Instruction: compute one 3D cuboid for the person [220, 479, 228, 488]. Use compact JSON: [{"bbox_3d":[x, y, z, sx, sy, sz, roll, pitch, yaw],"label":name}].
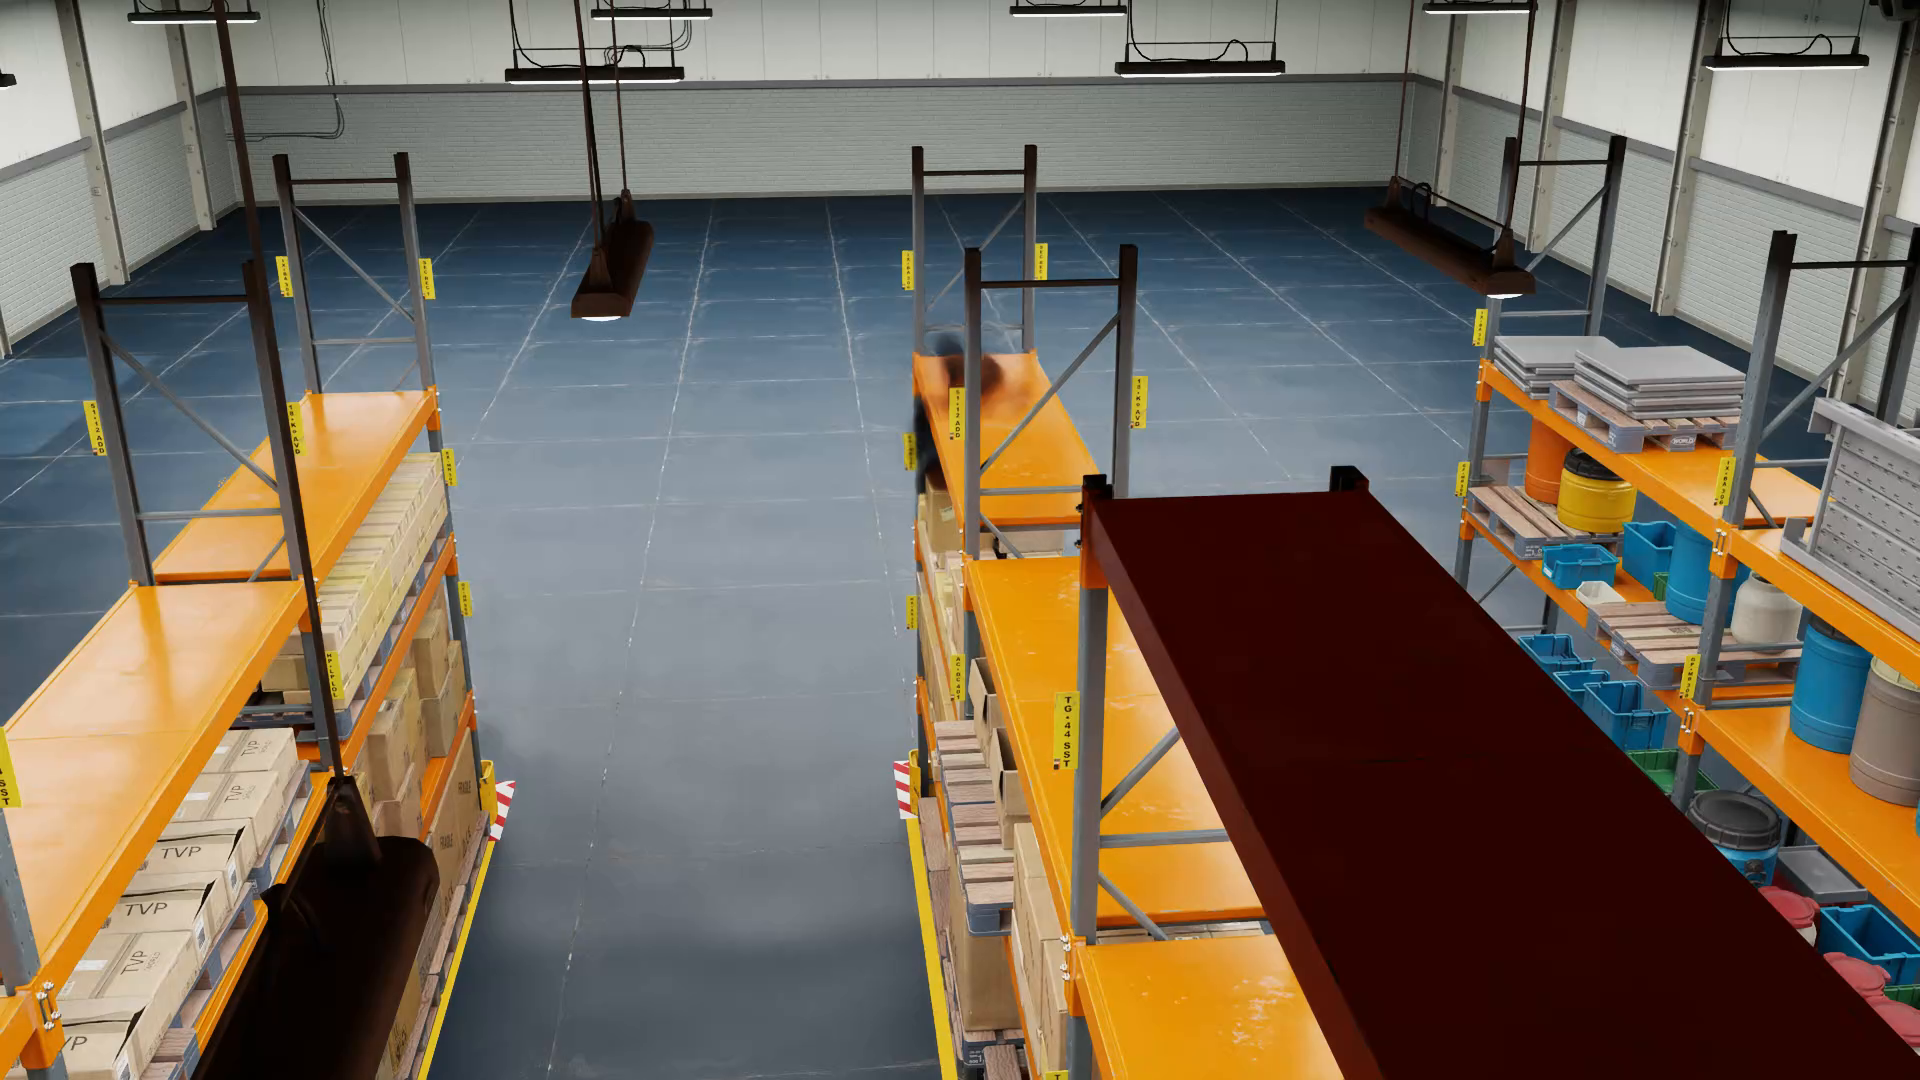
[{"bbox_3d":[-8.303,0.120,19.021,0.692,1.720,0.629,18,28,38],"label":"person"}]
